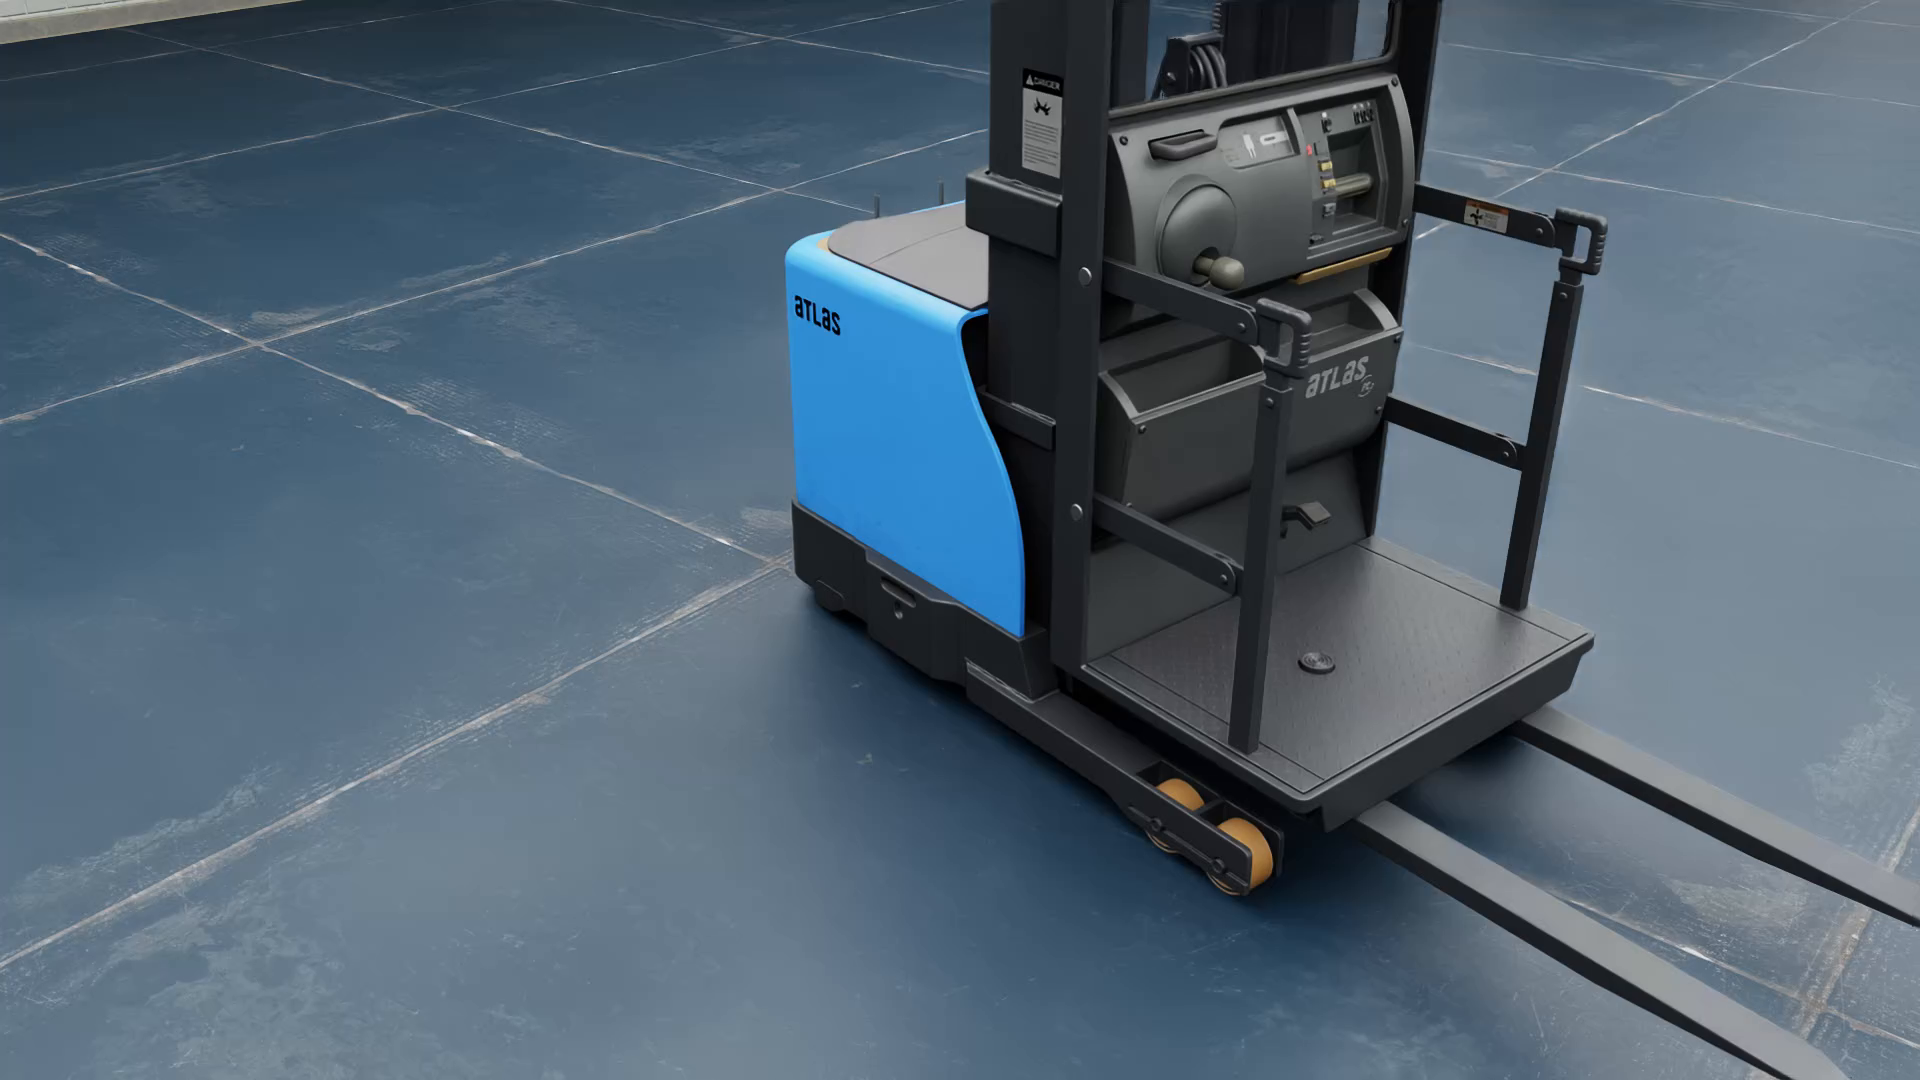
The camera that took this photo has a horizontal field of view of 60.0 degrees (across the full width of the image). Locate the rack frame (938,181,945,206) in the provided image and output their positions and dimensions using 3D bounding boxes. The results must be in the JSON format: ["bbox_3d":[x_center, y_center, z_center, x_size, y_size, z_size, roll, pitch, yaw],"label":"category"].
[{"bbox_3d":[0.000,-0.596,5.258,0.008,1.050,0.200,-20,34,-34],"label":"rack frame"}]

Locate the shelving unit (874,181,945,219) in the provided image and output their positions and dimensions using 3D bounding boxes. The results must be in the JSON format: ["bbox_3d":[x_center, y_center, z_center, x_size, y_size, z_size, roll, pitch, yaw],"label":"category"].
[{"bbox_3d":[-0.094,-0.560,5.190,0.252,1.050,0.215,-20,34,-34],"label":"shelving unit"}]

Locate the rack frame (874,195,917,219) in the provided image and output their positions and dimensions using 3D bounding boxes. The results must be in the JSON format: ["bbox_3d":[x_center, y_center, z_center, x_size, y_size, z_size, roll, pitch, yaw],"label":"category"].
[{"bbox_3d":[-0.189,-0.525,5.122,0.008,1.050,0.200,-20,34,-34],"label":"rack frame"}]

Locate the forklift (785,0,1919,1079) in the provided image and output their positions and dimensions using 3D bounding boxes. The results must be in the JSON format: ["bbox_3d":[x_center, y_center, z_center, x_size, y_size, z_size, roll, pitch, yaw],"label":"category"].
[{"bbox_3d":[0.829,-0.770,3.548,1.130,2.935,3.031,-20,34,-34],"label":"forklift"}]
